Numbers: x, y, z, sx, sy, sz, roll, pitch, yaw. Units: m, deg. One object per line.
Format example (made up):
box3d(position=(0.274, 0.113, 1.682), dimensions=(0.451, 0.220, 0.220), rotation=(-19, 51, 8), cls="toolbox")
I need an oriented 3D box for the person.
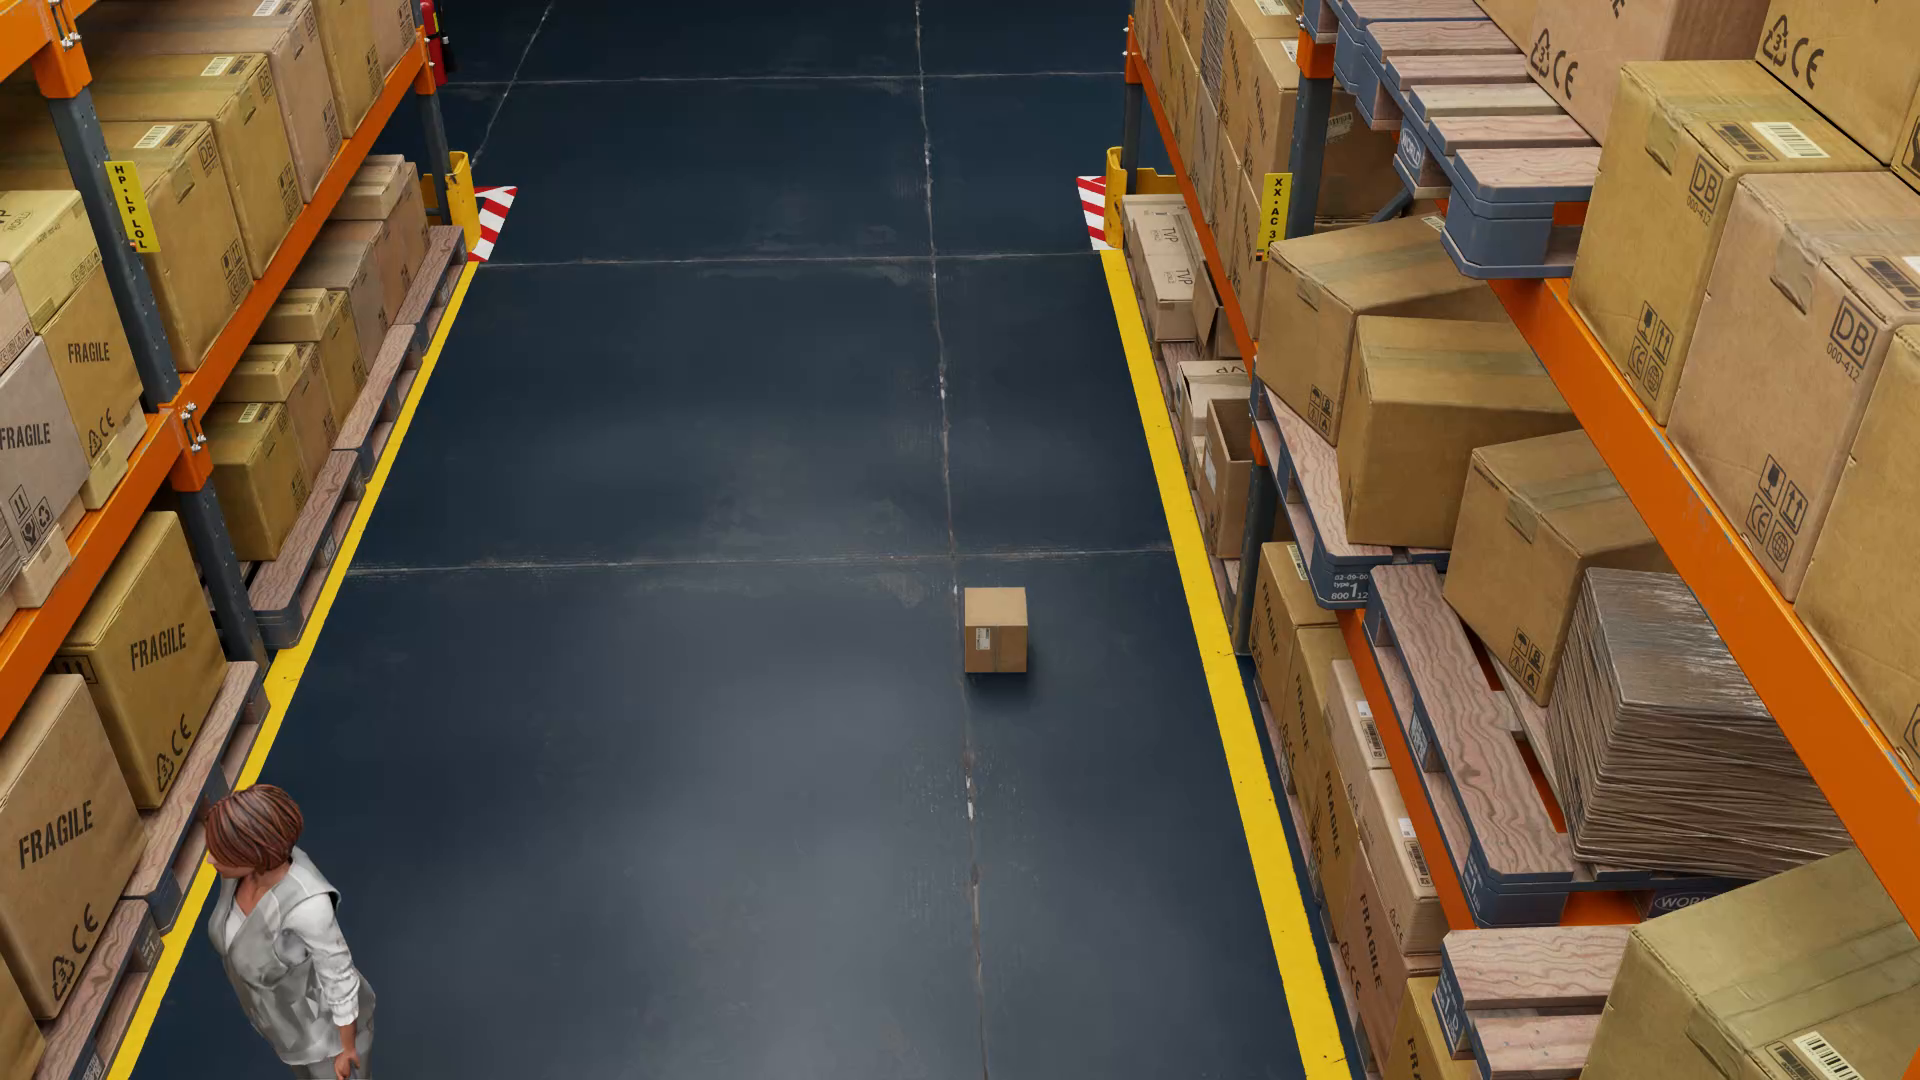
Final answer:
box3d(position=(-1.719, 1.262, 4.394), dimensions=(0.408, 1.604, 0.314), rotation=(28, 44, 33), cls="person")
